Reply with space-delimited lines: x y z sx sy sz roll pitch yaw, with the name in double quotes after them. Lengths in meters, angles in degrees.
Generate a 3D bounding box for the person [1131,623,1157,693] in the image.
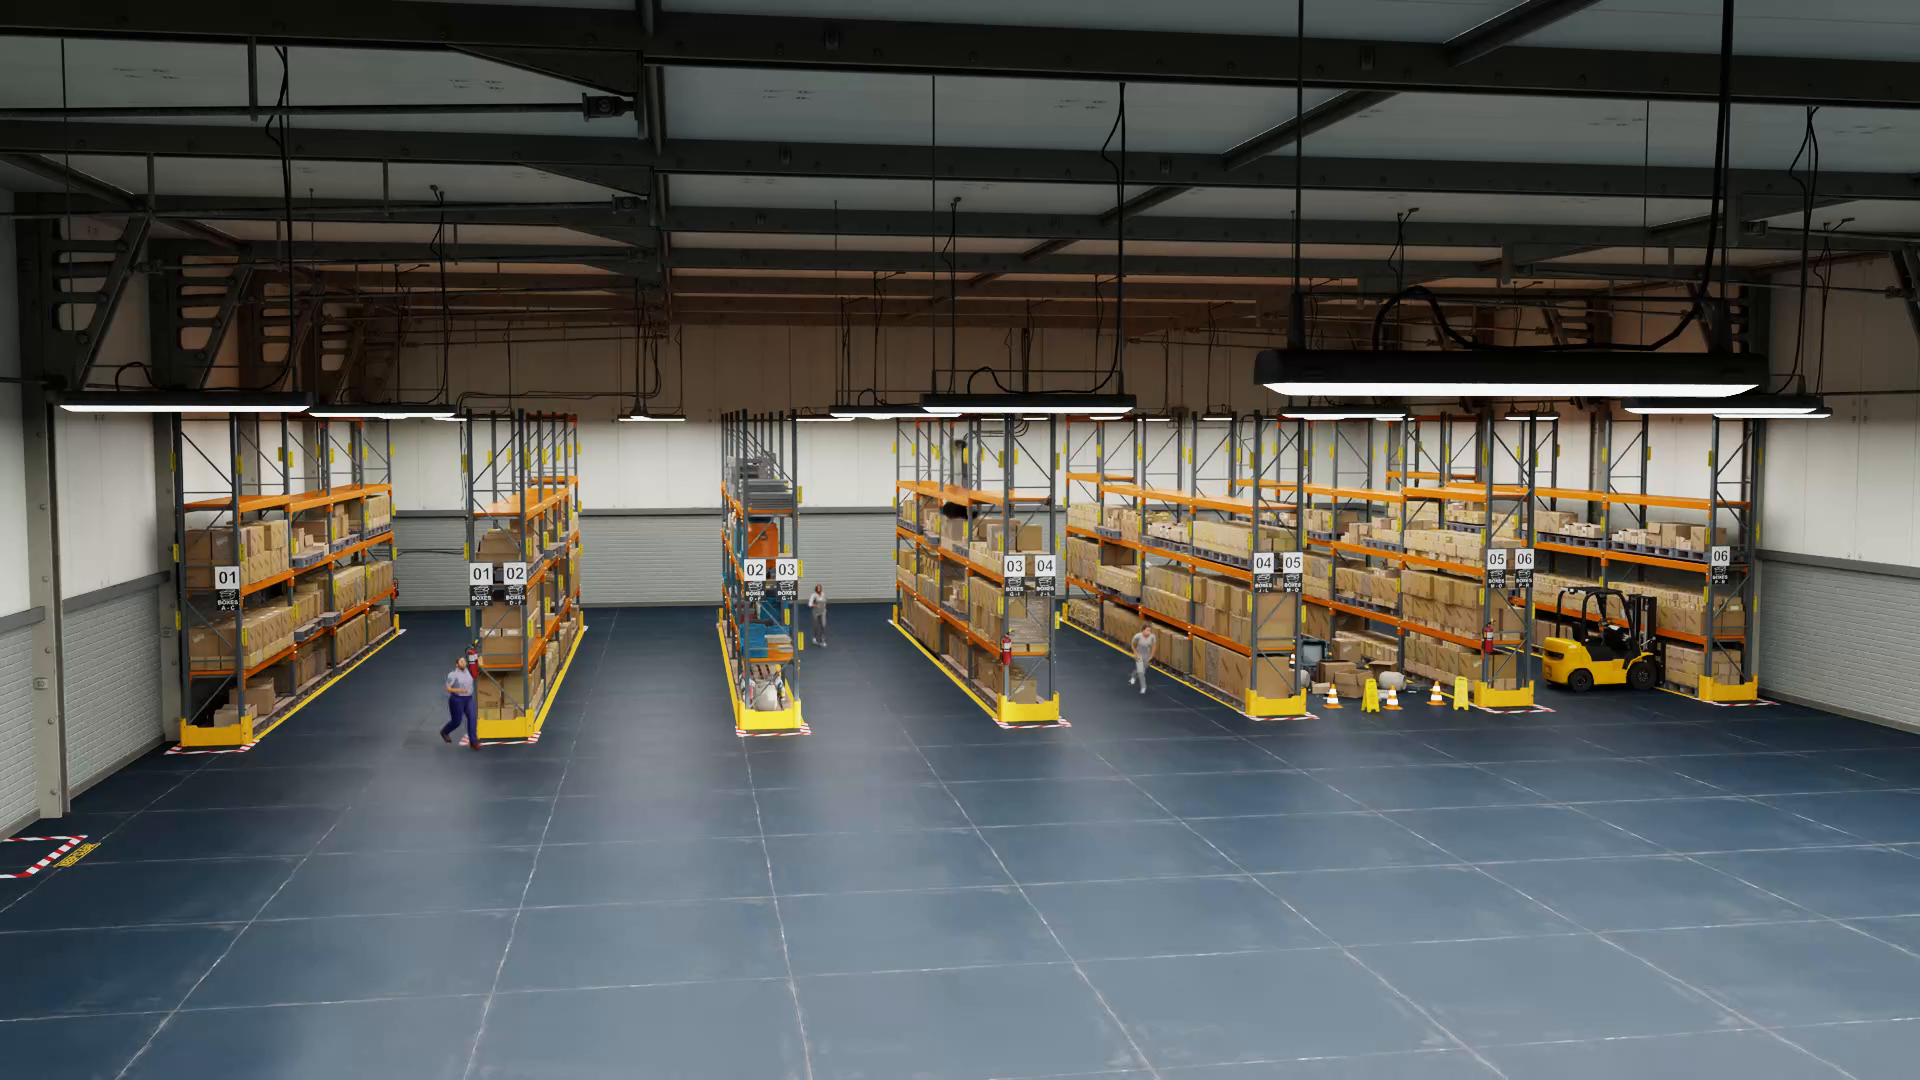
3.898 2.501 35.661 0.567 1.518 0.963 -1 4 -11 "person"

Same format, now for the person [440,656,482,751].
-8.793 2.868 29.277 0.921 1.649 0.606 3 5 33 "person"

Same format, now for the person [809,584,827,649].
-3.650 1.944 42.636 0.517 1.606 0.817 -2 4 -22 "person"

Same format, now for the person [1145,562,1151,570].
5.440 1.496 48.167 0.658 1.736 0.716 -3 5 -33 "person"
